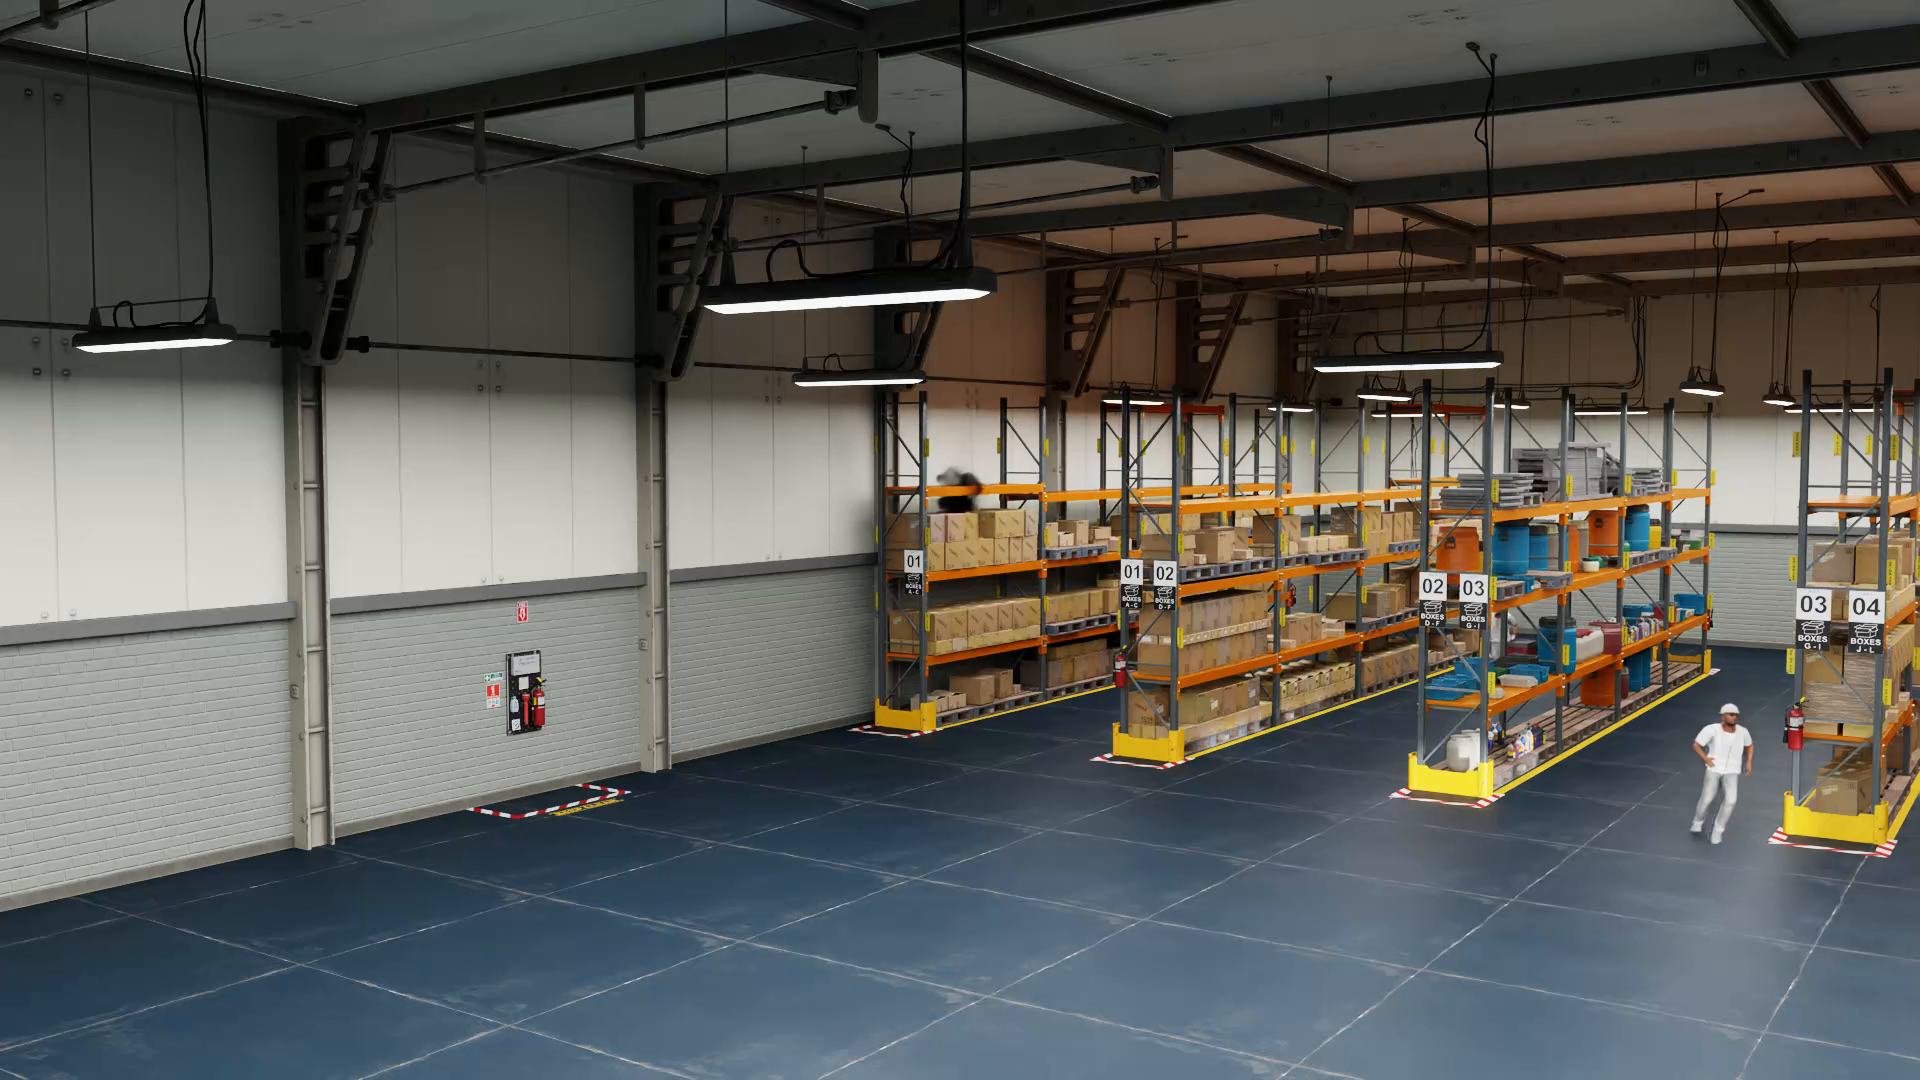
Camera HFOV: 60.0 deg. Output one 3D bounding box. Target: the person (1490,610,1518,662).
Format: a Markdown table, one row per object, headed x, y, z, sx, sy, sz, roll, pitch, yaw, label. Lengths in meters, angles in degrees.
| x | y | z | sx | sy | sz | roll | pitch | yaw | label |
| --- | --- | --- | --- | --- | --- | --- | --- | --- | --- |
| 11.499 | 2.169 | 35.460 | 0.693 | 1.734 | 0.581 | 2 | 4 | 31 | person |

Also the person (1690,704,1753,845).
| x | y | z | sx | sy | sz | roll | pitch | yaw | label |
| --- | --- | --- | --- | --- | --- | --- | --- | --- | --- |
| 9.734 | 2.969 | 21.192 | 0.764 | 1.783 | 0.676 | 1 | 3 | 12 | person |
